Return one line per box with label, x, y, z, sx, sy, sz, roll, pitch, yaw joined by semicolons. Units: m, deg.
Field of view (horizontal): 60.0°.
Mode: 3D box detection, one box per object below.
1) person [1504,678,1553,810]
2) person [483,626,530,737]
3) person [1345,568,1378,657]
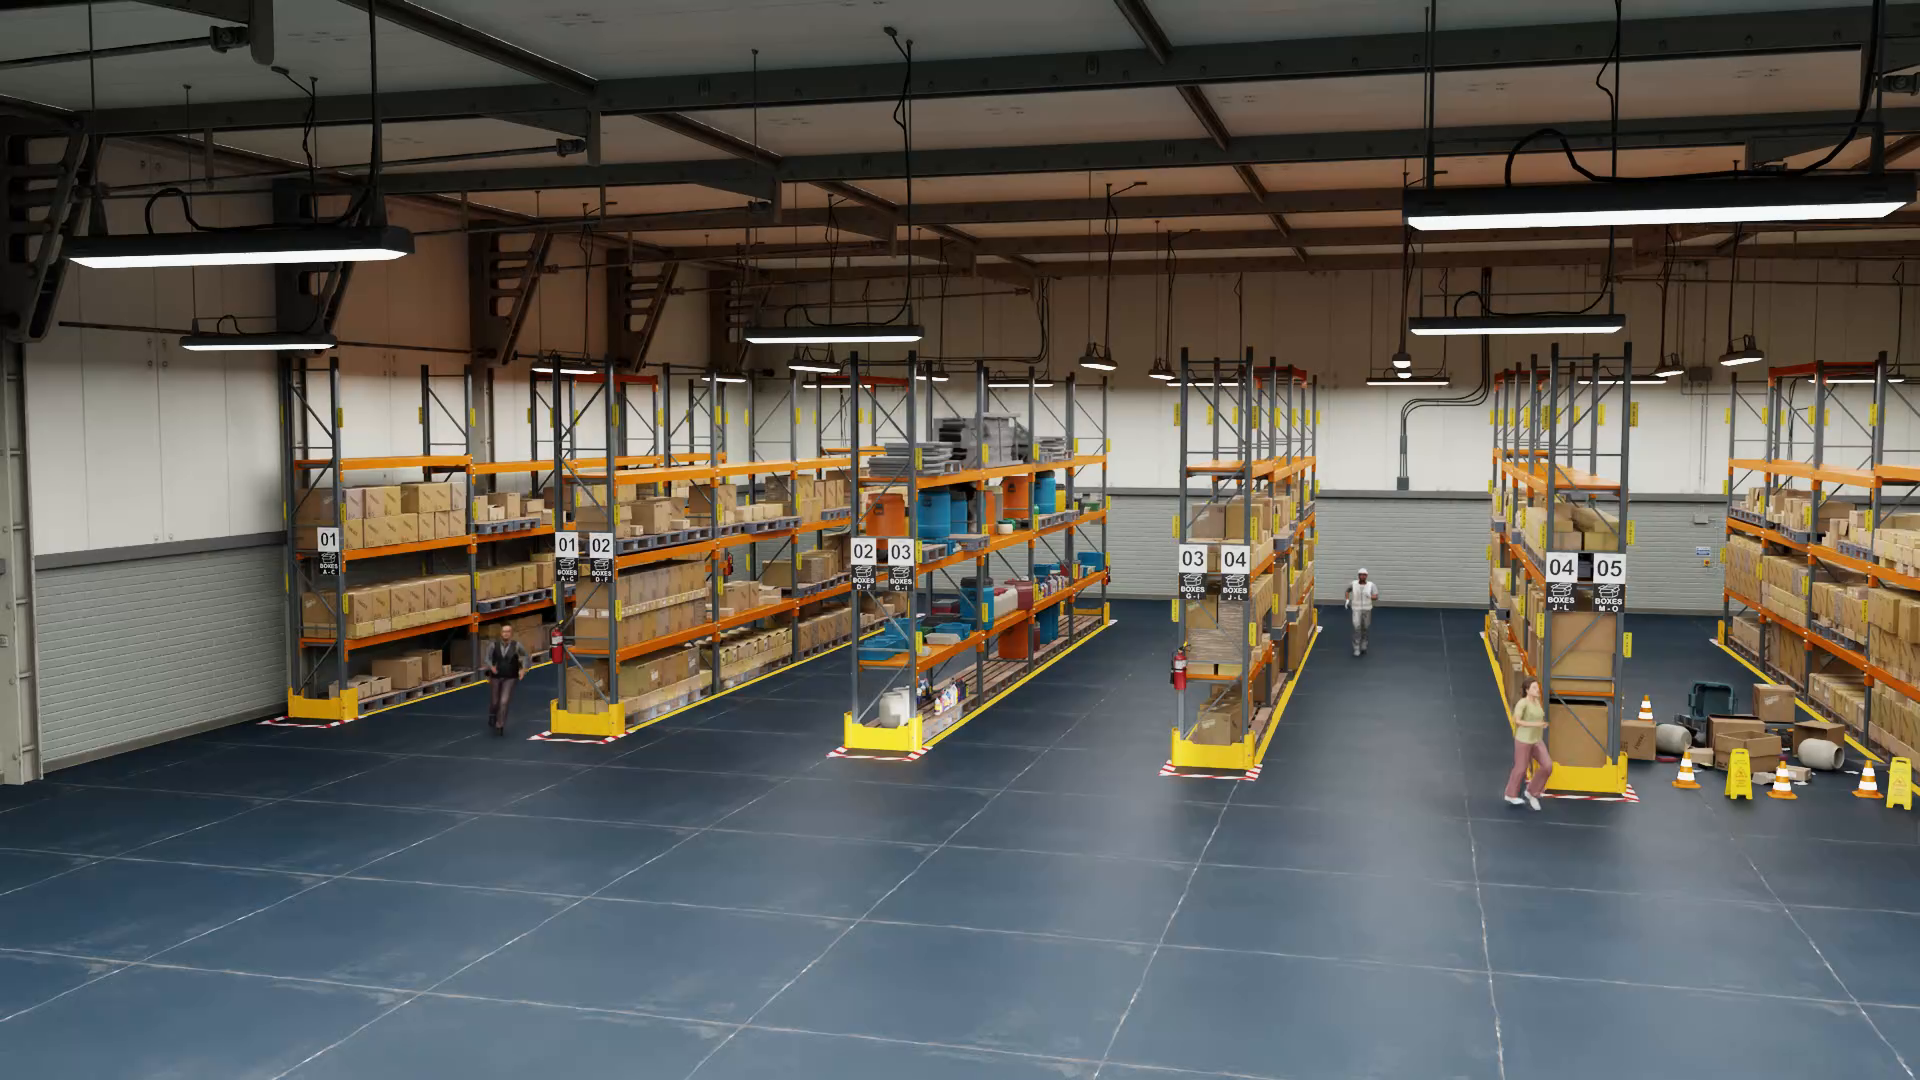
person;7.316;2.613;21.334;0.588;1.686;0.660;-2;5;-27
person;-7.231;2.218;26.527;0.713;1.724;0.835;-1;4;-9
person;8.513;1.509;35.244;0.674;1.829;0.865;1;4;9
